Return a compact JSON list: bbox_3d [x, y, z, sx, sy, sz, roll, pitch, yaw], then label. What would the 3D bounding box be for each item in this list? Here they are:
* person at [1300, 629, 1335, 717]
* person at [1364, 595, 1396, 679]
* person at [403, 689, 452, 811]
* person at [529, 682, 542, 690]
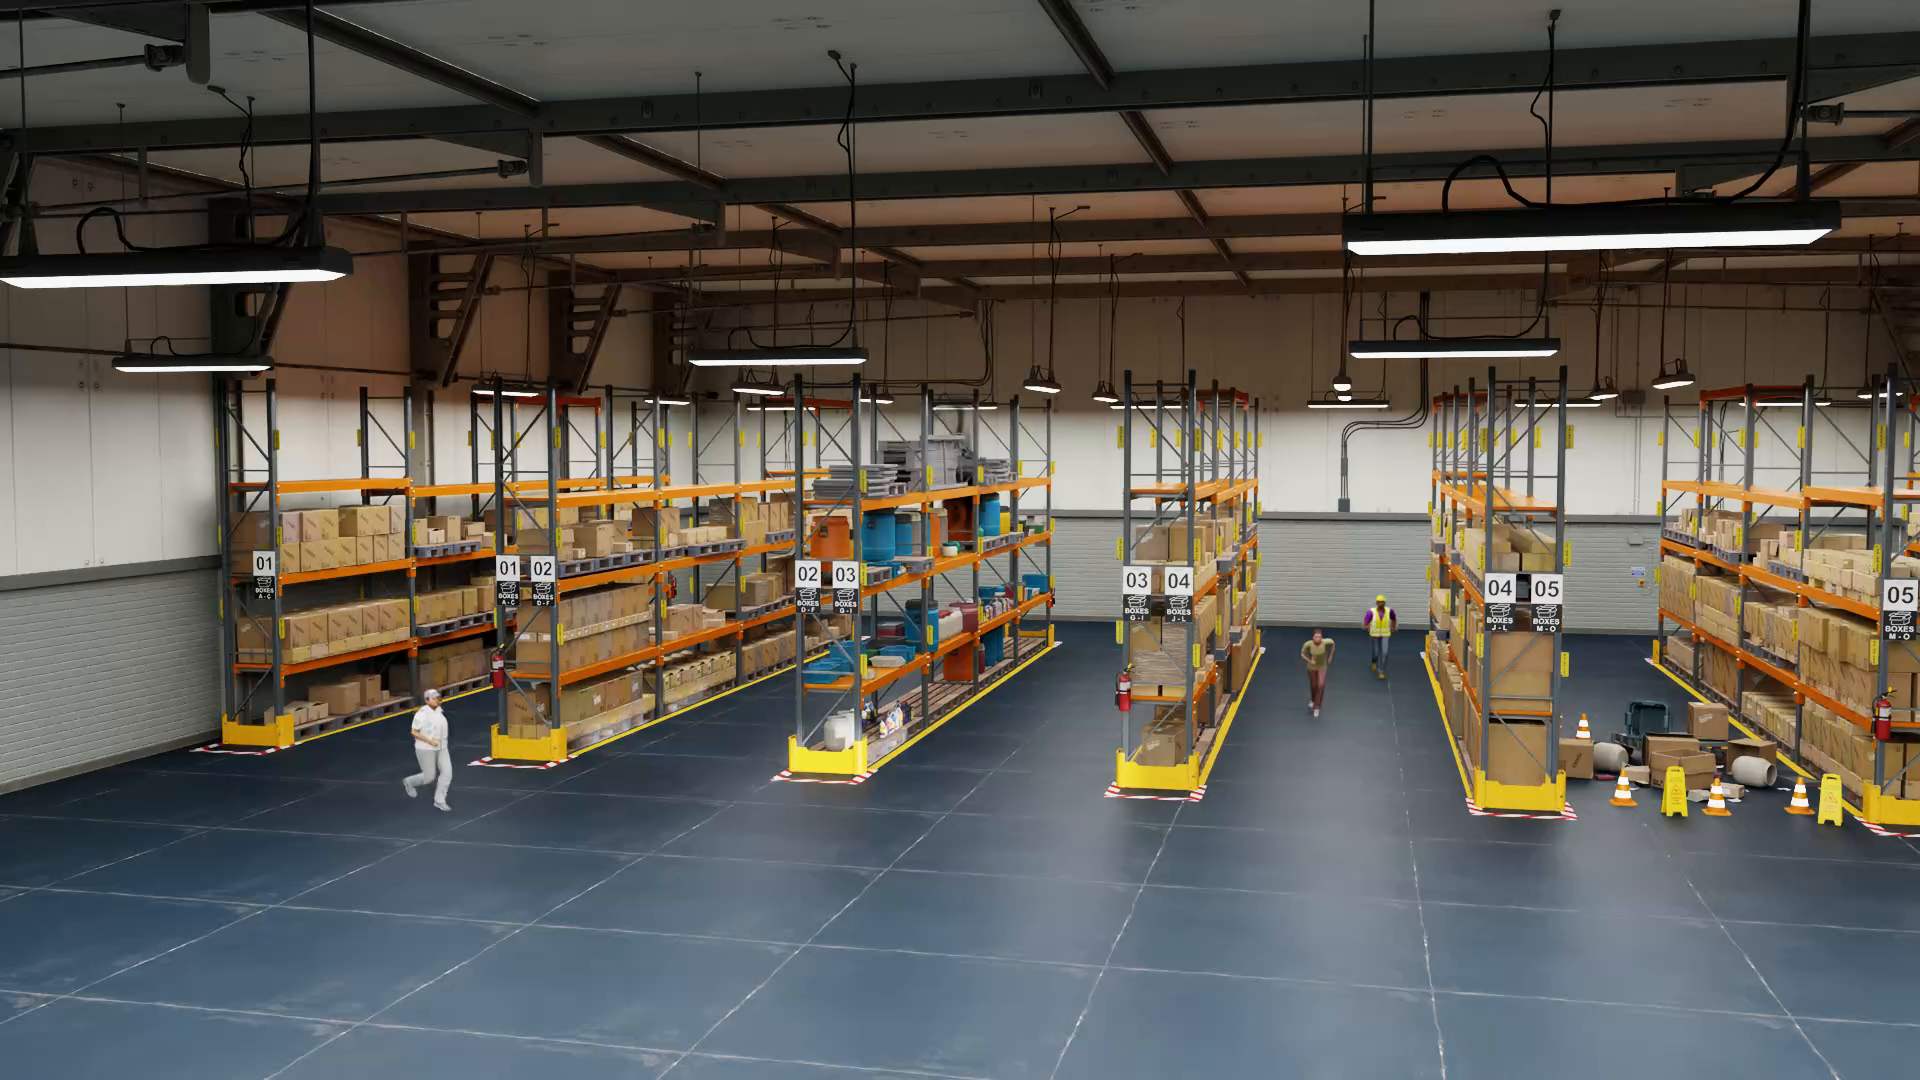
[{"bbox_3d":[6.542,2.403,30.503,0.619,1.626,0.959,0,3,7],"label":"person"},{"bbox_3d":[8.860,2.025,35.073,0.686,1.745,0.899,1,3,8],"label":"person"},{"bbox_3d":[-7.225,2.851,22.634,0.750,1.665,0.616,2,4,28],"label":"person"},{"bbox_3d":[-7.652,2.310,30.301,0.663,1.745,0.597,1,3,10],"label":"person"}]
